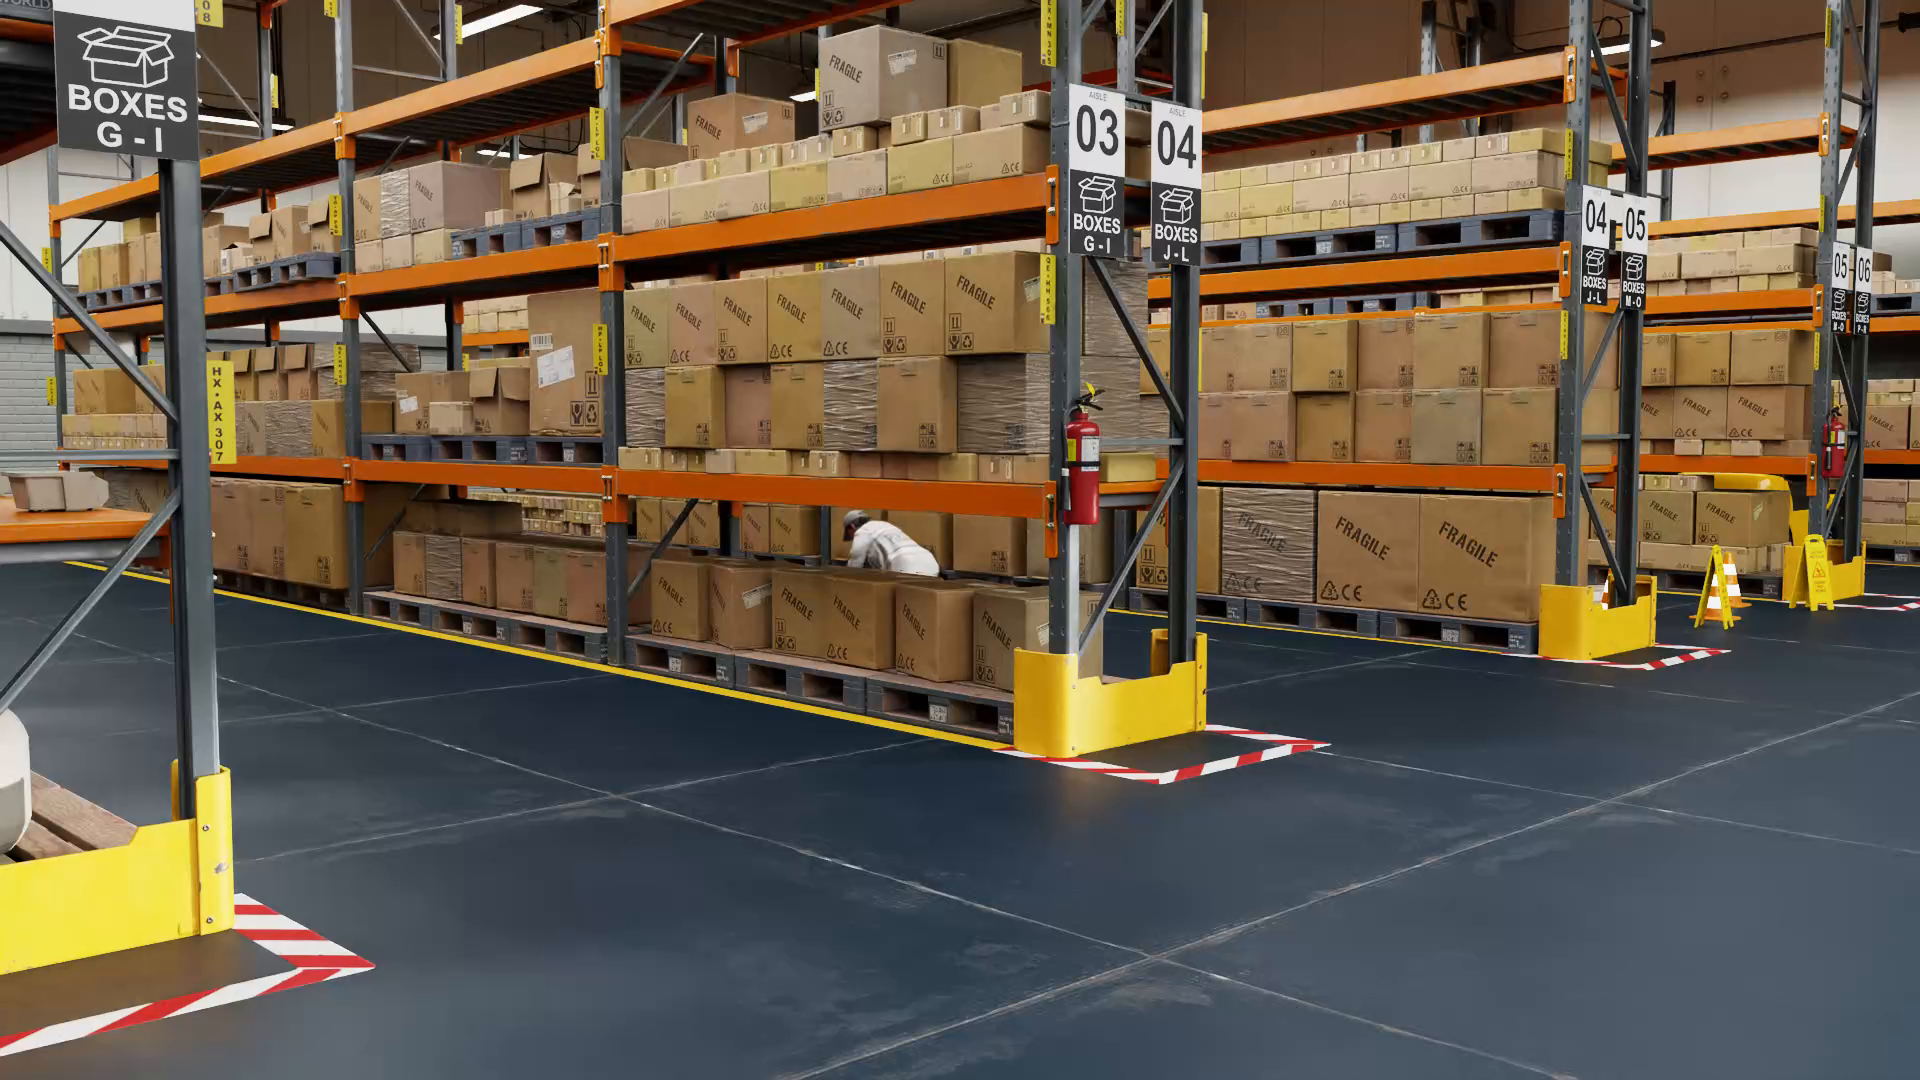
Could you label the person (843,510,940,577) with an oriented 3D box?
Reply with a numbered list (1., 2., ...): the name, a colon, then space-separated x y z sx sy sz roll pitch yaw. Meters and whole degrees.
1. person: -0.565 0.256 12.607 0.877 0.949 0.508 4 6 45
